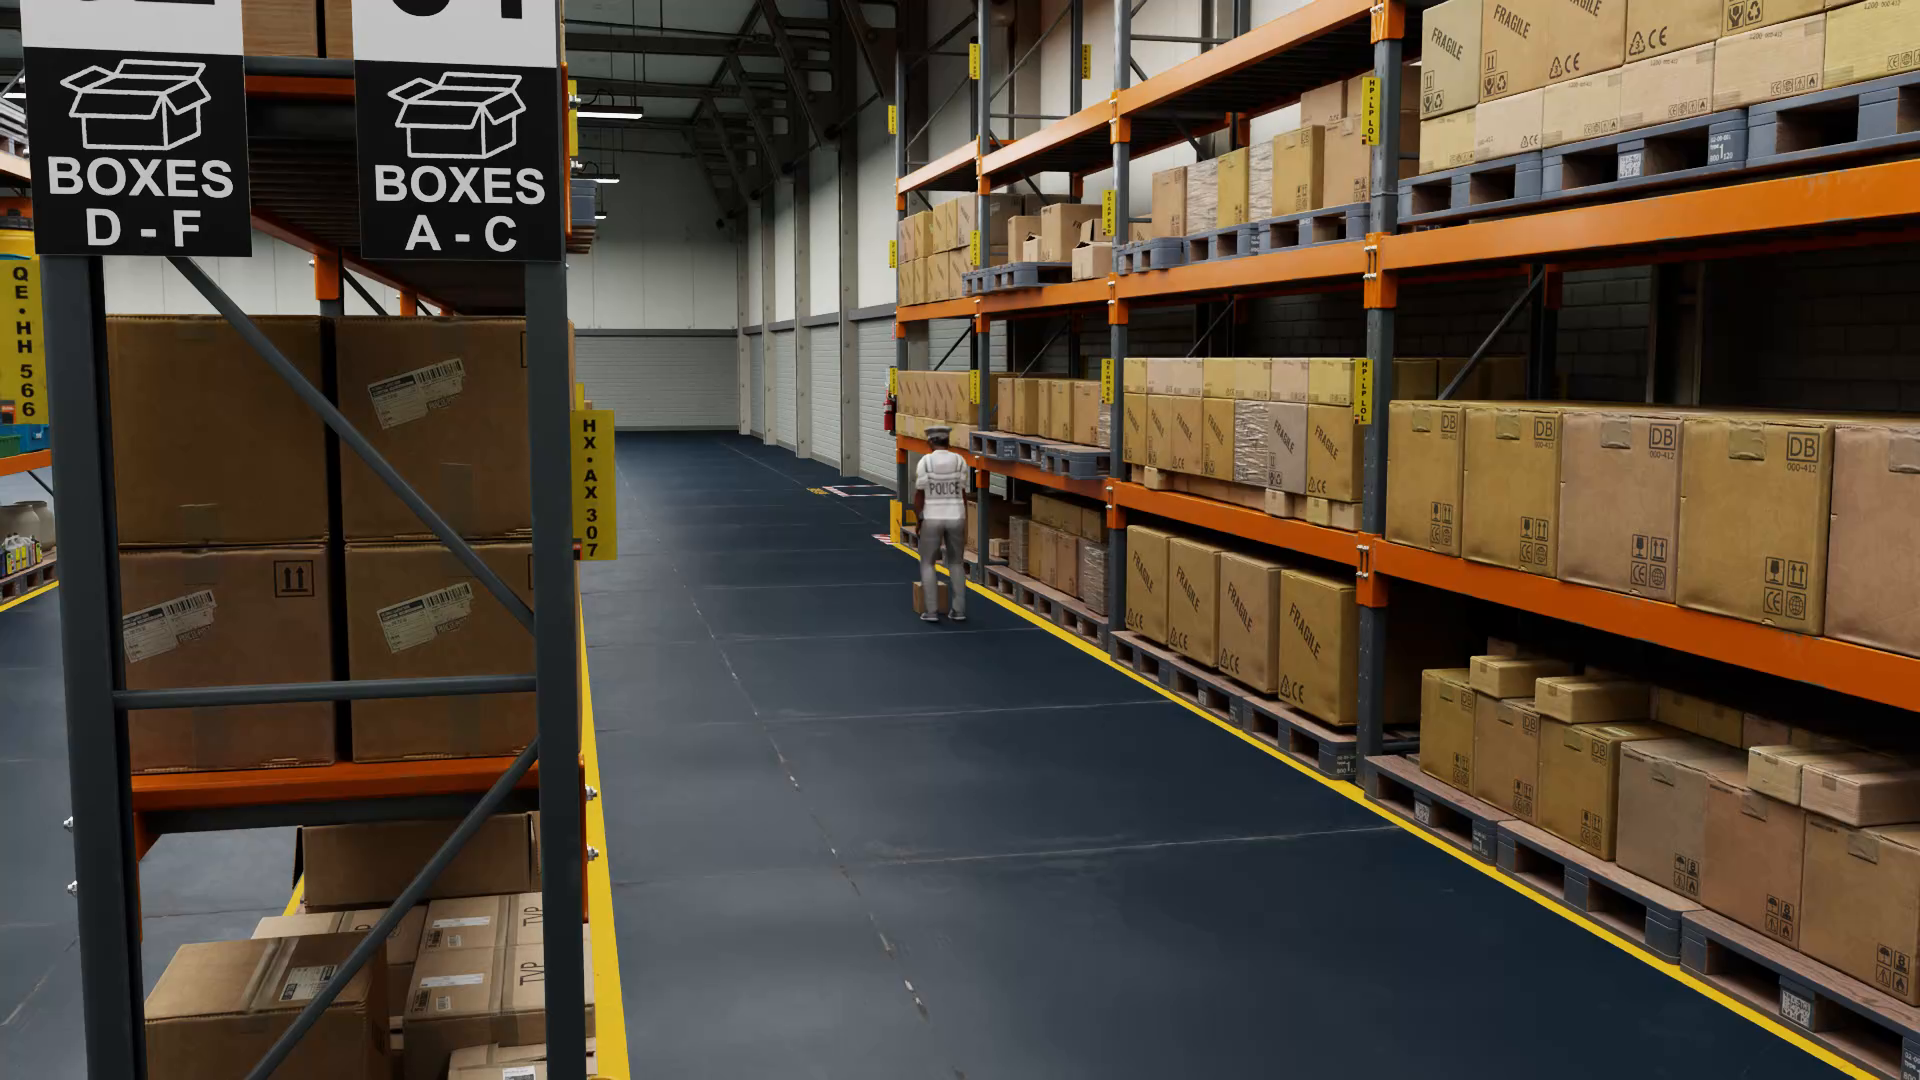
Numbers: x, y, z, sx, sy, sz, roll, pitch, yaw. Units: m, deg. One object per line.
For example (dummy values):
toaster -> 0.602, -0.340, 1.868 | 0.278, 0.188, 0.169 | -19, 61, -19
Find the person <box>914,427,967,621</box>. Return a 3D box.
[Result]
person -> -0.167, -0.131, 14.013 | 0.446, 1.644, 0.379 | -1, 6, -12
